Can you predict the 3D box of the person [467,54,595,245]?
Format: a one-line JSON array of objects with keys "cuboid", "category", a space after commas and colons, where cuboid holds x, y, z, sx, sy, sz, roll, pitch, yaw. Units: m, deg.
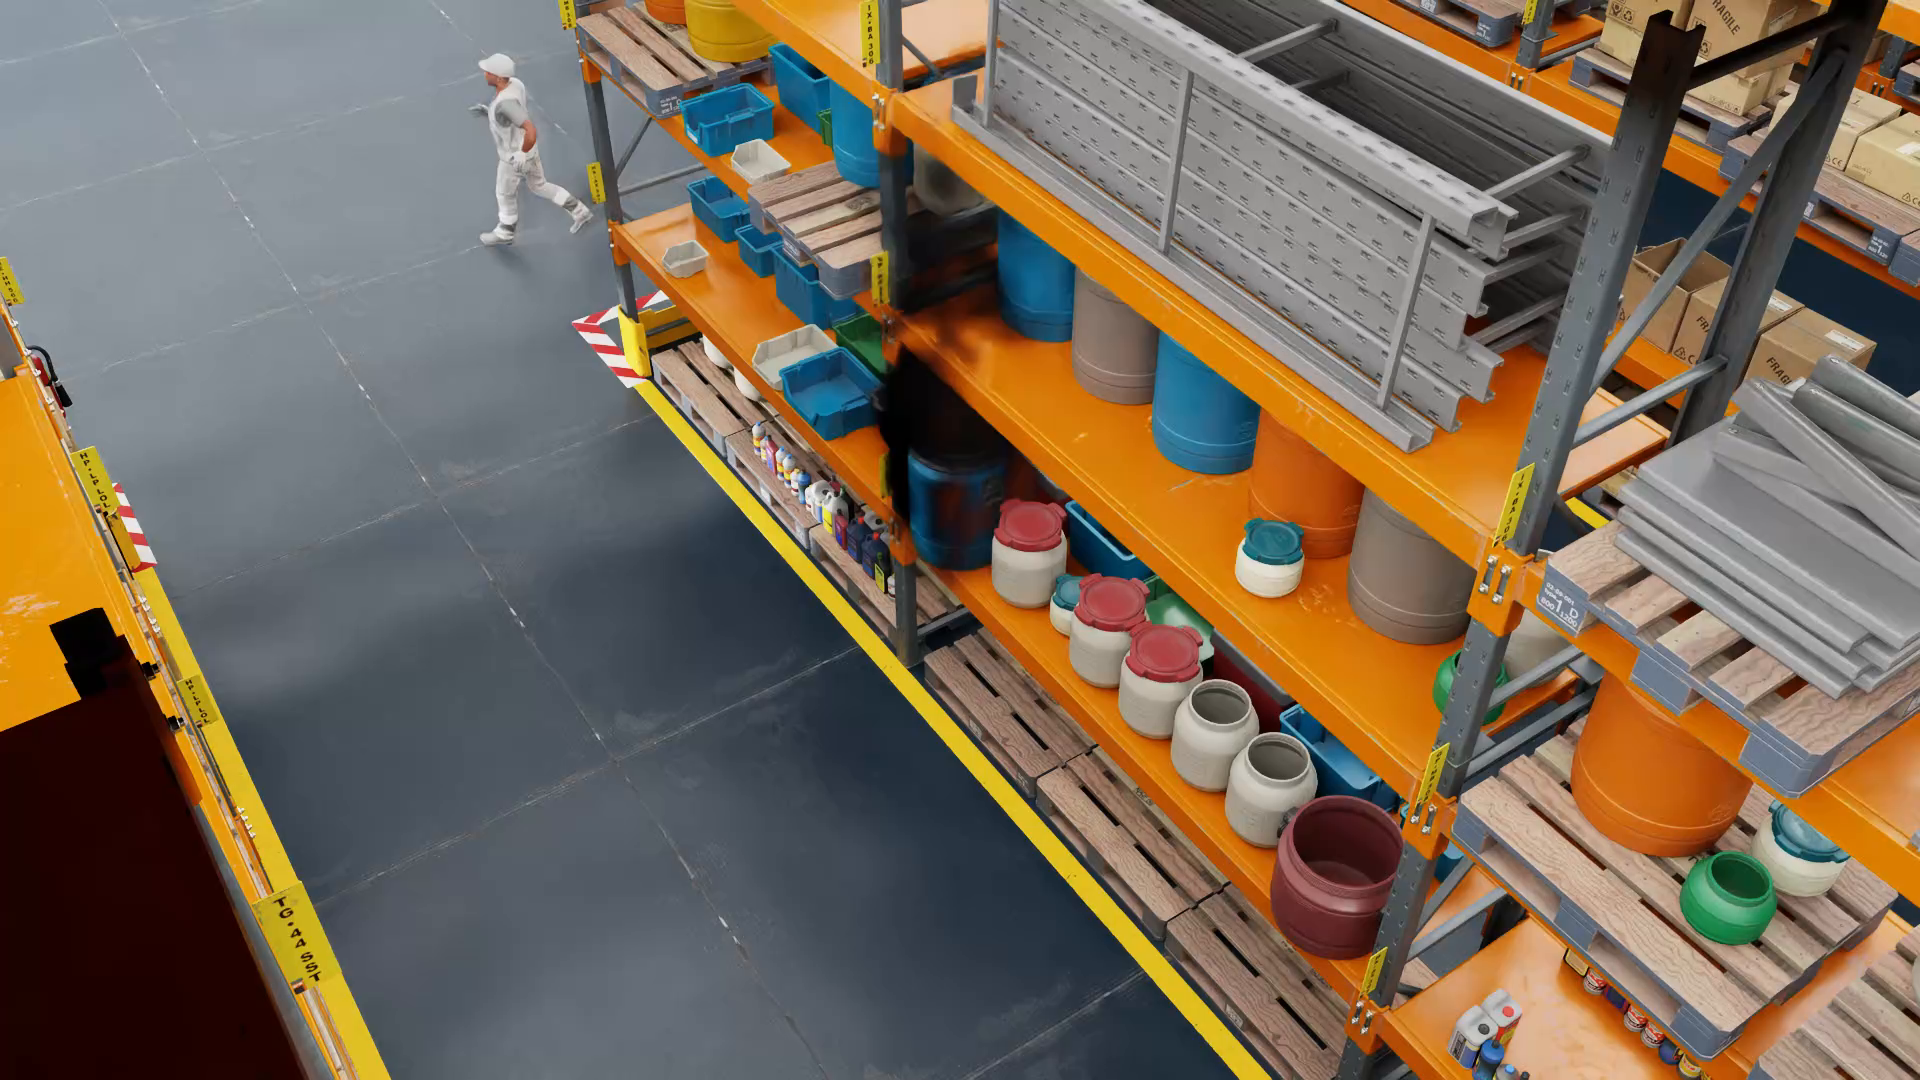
[{"cuboid": [-3.689, -3.249, 13.916, 0.996, 1.764, 0.665, 1, 43, 1], "category": "person"}]
